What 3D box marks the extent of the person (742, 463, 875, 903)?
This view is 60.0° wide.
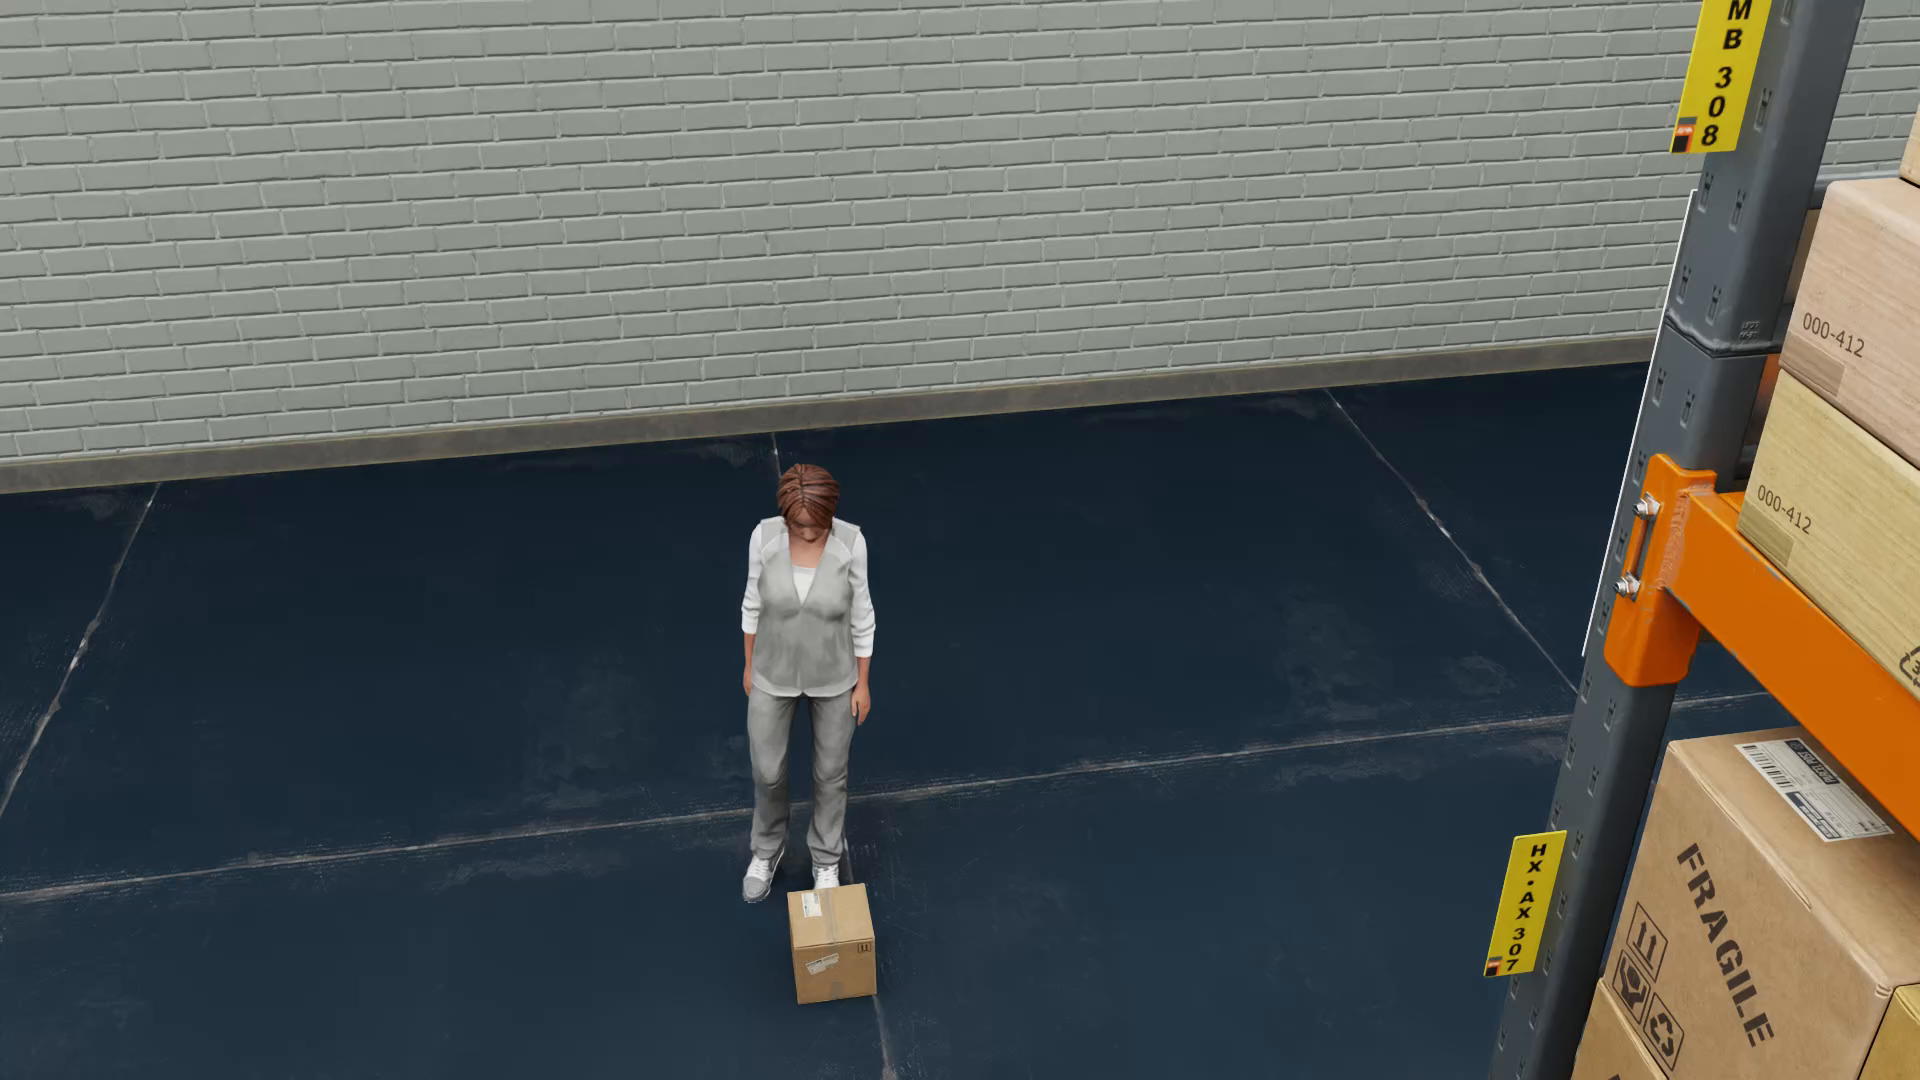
[{"bbox_3d":[-0.506,0.505,5.320,0.481,1.620,0.413,-1,31,-2],"label":"person"}]
